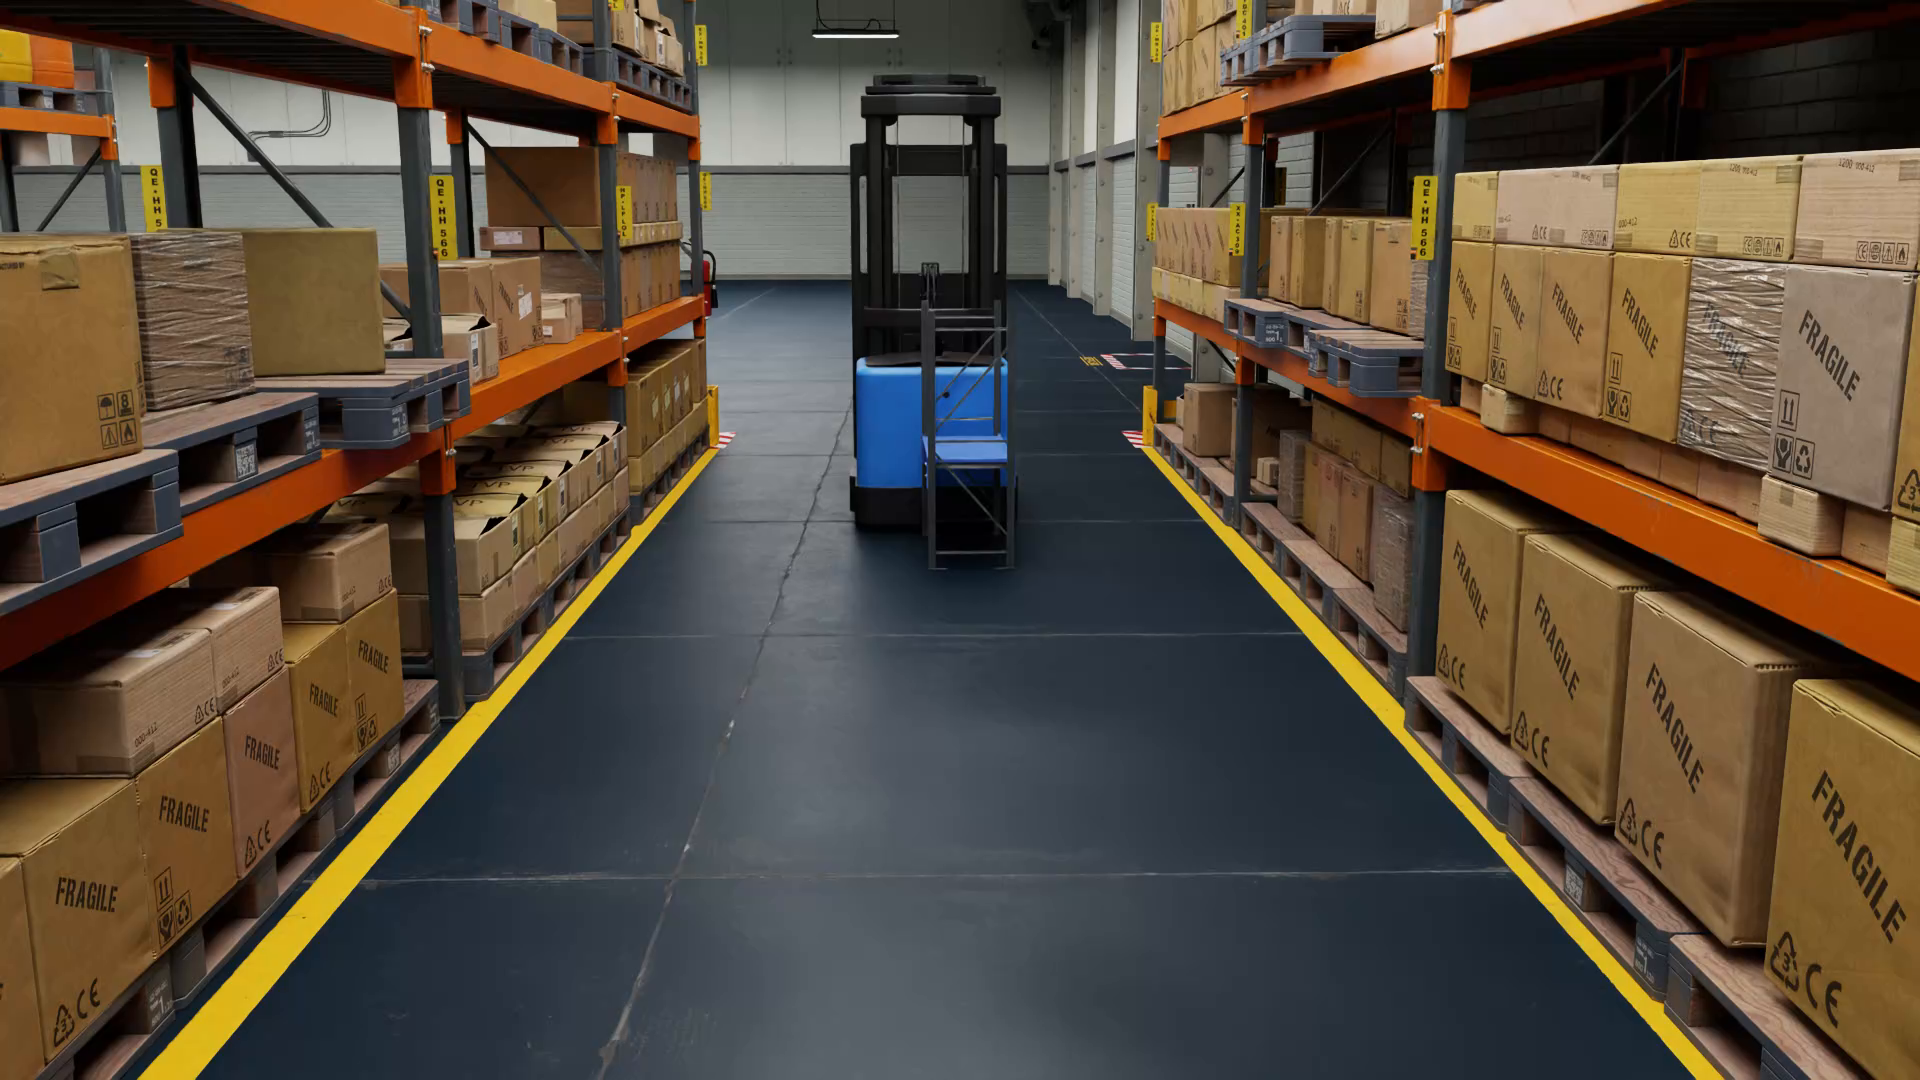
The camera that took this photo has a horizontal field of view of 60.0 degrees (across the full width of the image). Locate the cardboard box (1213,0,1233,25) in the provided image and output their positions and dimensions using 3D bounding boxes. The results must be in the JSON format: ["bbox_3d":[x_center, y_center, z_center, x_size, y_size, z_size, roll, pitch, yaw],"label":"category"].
[{"bbox_3d":[1.996,-3.772,11.244,0.500,0.500,0.500,0,11,2],"label":"cardboard box"}]

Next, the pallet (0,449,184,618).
[{"bbox_3d":[-2.395,0.001,3.490,1.003,0.211,1.213,0,11,-1],"label":"pallet"}]

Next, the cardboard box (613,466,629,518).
[{"bbox_3d":[-2.354,-0.301,10.356,0.500,0.250,0.500,0,11,-2],"label":"cardboard box"}]

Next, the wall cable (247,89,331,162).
[{"bbox_3d":[-18.264,-13.272,44.792,2.305,6.003,0.169,0,11,-1],"label":"wall cable"}]

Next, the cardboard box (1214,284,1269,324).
[{"bbox_3d":[1.987,-1.574,11.100,0.500,0.250,0.500,0,11,-1],"label":"cardboard box"}]

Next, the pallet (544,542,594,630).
[{"bbox_3d":[-2.570,0.232,8.883,1.003,0.211,1.213,0,11,-1],"label":"pallet"}]

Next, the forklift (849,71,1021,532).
[{"bbox_3d":[-0.221,-1.731,11.722,1.130,2.935,3.031,-1,11,-3],"label":"forklift"}]

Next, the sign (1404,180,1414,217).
[{"bbox_3d":[2.855,-2.115,10.528,0.100,0.325,0.005,0,11,-1],"label":"sign"}]

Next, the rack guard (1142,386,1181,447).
[{"bbox_3d":[2.219,-1.100,14.722,1.175,0.500,0.348,0,11,-1],"label":"rack guard"}]

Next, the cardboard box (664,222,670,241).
[{"bbox_3d":[-2.522,-2.458,13.246,0.380,0.149,0.250,0,11,0],"label":"cardboard box"}]

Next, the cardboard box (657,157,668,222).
[{"bbox_3d":[-2.721,-2.796,13.280,0.700,0.500,0.500,-1,11,-3],"label":"cardboard box"}]

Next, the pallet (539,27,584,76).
[{"bbox_3d":[-2.622,-2.725,9.382,0.805,0.209,1.217,-1,11,-3],"label":"pallet"}]

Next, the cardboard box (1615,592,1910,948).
[{"bbox_3d":[2.300,0.588,4.467,0.750,0.750,0.750,0,11,1],"label":"cardboard box"}]

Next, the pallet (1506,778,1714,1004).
[{"bbox_3d":[2.346,1.016,5.020,1.003,0.211,1.213,0,11,-1],"label":"pallet"}]

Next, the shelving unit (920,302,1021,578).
[{"bbox_3d":[0.048,-0.624,9.863,0.538,1.500,1.048,-1,11,-3],"label":"shelving unit"}]

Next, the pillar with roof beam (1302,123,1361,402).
[{"bbox_3d":[-1.208,-5.127,13.196,9.100,9.000,0.400,0,11,-1],"label":"pillar with roof beam"}]

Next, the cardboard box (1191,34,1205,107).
[{"bbox_3d":[1.997,-3.485,12.345,0.500,0.500,0.500,0,11,2],"label":"cardboard box"}]

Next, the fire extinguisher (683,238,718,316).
[{"bbox_3d":[-2.273,-2.306,14.577,0.296,0.674,0.183,0,11,-1],"label":"fire extinguisher"}]

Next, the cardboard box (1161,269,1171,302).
[{"bbox_3d":[1.935,-2.075,13.568,0.500,0.250,0.500,-1,11,-3],"label":"cardboard box"}]

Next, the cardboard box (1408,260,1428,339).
[{"bbox_3d":[2.363,-1.108,7.116,0.700,0.500,0.500,-2,12,-8],"label":"cardboard box"}]

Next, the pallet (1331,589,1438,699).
[{"bbox_3d":[2.368,0.462,7.752,1.003,0.211,1.213,0,11,-1],"label":"pallet"}]

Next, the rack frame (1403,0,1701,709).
[{"bbox_3d":[2.382,-0.750,6.709,1.000,3.000,0.127,0,11,-1],"label":"rack frame"}]

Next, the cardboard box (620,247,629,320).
[{"bbox_3d":[-2.686,-1.766,11.466,0.700,0.500,0.500,0,11,-2],"label":"cardboard box"}]

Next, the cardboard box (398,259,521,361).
[{"bbox_3d":[-2.632,-1.216,8.755,0.500,0.500,0.500,0,11,-1],"label":"cardboard box"}]

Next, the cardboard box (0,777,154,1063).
[{"bbox_3d":[-2.276,0.873,3.892,0.500,0.500,0.500,0,11,0],"label":"cardboard box"}]

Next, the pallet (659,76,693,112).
[{"bbox_3d":[-2.747,-3.605,13.461,1.003,0.211,1.213,0,11,-1],"label":"pallet"}]

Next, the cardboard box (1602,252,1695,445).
[{"bbox_3d":[2.166,-0.550,4.677,0.500,0.500,0.500,0,11,0],"label":"cardboard box"}]

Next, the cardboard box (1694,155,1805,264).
[{"bbox_3d":[2.188,-0.821,4.128,0.500,0.250,0.500,0,11,0],"label":"cardboard box"}]

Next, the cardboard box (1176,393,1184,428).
[{"bbox_3d":[2.141,-1.100,14.092,0.500,0.311,0.500,-2,12,-8],"label":"cardboard box"}]

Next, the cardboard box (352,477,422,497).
[{"bbox_3d":[-2.852,-0.168,8.293,0.500,0.311,0.500,0,11,-2],"label":"cardboard box"}]

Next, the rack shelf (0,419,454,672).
[{"bbox_3d":[-2.529,0.022,4.717,1.077,0.370,4.000,0,11,-1],"label":"rack shelf"}]

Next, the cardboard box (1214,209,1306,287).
[{"bbox_3d":[1.981,-1.941,11.024,0.500,0.500,0.500,0,11,-1],"label":"cardboard box"}]

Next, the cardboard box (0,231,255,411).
[{"bbox_3d":[-2.616,-0.676,5.039,0.700,0.500,0.500,2,12,10],"label":"cardboard box"}]

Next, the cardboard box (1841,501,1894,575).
[{"bbox_3d":[2.186,-0.009,3.640,0.380,0.149,0.250,0,11,1],"label":"cardboard box"}]

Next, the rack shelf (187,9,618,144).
[{"bbox_3d":[-2.611,-2.244,8.338,1.077,0.370,4.000,0,11,-1],"label":"rack shelf"}]

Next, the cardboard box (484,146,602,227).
[{"bbox_3d":[-2.668,-2.297,10.821,0.700,0.500,0.500,0,11,-1],"label":"cardboard box"}]

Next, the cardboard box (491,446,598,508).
[{"bbox_3d":[-2.333,-0.375,9.311,0.500,0.311,0.500,0,11,-1],"label":"cardboard box"}]

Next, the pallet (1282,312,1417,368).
[{"bbox_3d":[2.301,-1.049,8.667,1.003,0.211,1.213,0,11,-1],"label":"pallet"}]

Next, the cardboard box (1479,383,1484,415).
[{"bbox_3d":[2.154,-0.520,6.158,0.380,0.149,0.250,0,11,0],"label":"cardboard box"}]

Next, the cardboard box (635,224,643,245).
[{"bbox_3d":[-2.495,-2.201,11.980,0.380,0.149,0.250,-1,11,-3],"label":"cardboard box"}]

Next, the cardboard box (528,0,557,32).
[{"bbox_3d":[-2.650,-3.003,9.596,0.500,0.250,0.500,1,12,5],"label":"cardboard box"}]

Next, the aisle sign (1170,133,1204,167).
[{"bbox_3d":[1.916,-3.627,14.354,0.394,0.787,0.004,0,11,-1],"label":"aisle sign"}]

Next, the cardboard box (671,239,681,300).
[{"bbox_3d":[-2.739,-2.275,13.976,0.700,0.500,0.500,0,11,-1],"label":"cardboard box"}]

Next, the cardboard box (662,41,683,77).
[{"bbox_3d":[-2.448,-3.762,12.982,0.500,0.250,0.500,0,11,-1],"label":"cardboard box"}]

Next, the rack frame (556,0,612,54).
[{"bbox_3d":[-2.653,-4.464,9.928,1.000,3.000,0.127,0,11,-1],"label":"rack frame"}]

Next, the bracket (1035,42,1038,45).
[{"bbox_3d":[2.076,-13.307,44.463,0.076,0.066,3.189,0,11,-1],"label":"bracket"}]

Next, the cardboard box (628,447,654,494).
[{"bbox_3d":[-2.359,-0.475,11.217,0.500,0.250,0.500,0,11,-1],"label":"cardboard box"}]

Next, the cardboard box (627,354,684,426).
[{"bbox_3d":[-2.383,-1.141,12.612,0.500,0.500,0.500,0,11,-1],"label":"cardboard box"}]

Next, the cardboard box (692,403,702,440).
[{"bbox_3d":[-2.407,-0.972,13.667,0.500,0.250,0.500,0,11,-1],"label":"cardboard box"}]

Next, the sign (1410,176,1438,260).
[{"bbox_3d":[1.840,-1.274,6.582,0.100,0.325,0.005,0,11,-1],"label":"sign"}]

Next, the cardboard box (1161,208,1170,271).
[{"bbox_3d":[1.927,-2.449,13.528,0.500,0.500,0.500,0,11,-1],"label":"cardboard box"}]

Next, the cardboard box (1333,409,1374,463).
[{"bbox_3d":[2.359,-0.566,9.097,0.500,0.250,0.500,-1,11,-3],"label":"cardboard box"}]

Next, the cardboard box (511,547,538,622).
[{"bbox_3d":[-2.299,0.208,7.849,0.500,0.250,0.500,-1,11,-3],"label":"cardboard box"}]

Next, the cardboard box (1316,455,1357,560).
[{"bbox_3d":[2.363,-0.185,9.107,0.700,0.500,0.500,0,11,-1],"label":"cardboard box"}]

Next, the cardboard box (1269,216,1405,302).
[{"bbox_3d":[2.276,-1.708,10.076,0.700,0.500,0.500,0,11,-1],"label":"cardboard box"}]

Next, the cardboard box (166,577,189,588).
[{"bbox_3d":[-2.846,0.373,6.358,0.500,0.500,0.500,0,11,1],"label":"cardboard box"}]

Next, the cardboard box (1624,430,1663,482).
[{"bbox_3d":[2.200,-0.265,4.902,0.380,0.149,0.250,0,11,-1],"label":"cardboard box"}]

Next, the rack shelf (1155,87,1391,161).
[{"bbox_3d":[2.258,-3.060,12.362,1.077,0.370,4.000,0,11,-1],"label":"rack shelf"}]
